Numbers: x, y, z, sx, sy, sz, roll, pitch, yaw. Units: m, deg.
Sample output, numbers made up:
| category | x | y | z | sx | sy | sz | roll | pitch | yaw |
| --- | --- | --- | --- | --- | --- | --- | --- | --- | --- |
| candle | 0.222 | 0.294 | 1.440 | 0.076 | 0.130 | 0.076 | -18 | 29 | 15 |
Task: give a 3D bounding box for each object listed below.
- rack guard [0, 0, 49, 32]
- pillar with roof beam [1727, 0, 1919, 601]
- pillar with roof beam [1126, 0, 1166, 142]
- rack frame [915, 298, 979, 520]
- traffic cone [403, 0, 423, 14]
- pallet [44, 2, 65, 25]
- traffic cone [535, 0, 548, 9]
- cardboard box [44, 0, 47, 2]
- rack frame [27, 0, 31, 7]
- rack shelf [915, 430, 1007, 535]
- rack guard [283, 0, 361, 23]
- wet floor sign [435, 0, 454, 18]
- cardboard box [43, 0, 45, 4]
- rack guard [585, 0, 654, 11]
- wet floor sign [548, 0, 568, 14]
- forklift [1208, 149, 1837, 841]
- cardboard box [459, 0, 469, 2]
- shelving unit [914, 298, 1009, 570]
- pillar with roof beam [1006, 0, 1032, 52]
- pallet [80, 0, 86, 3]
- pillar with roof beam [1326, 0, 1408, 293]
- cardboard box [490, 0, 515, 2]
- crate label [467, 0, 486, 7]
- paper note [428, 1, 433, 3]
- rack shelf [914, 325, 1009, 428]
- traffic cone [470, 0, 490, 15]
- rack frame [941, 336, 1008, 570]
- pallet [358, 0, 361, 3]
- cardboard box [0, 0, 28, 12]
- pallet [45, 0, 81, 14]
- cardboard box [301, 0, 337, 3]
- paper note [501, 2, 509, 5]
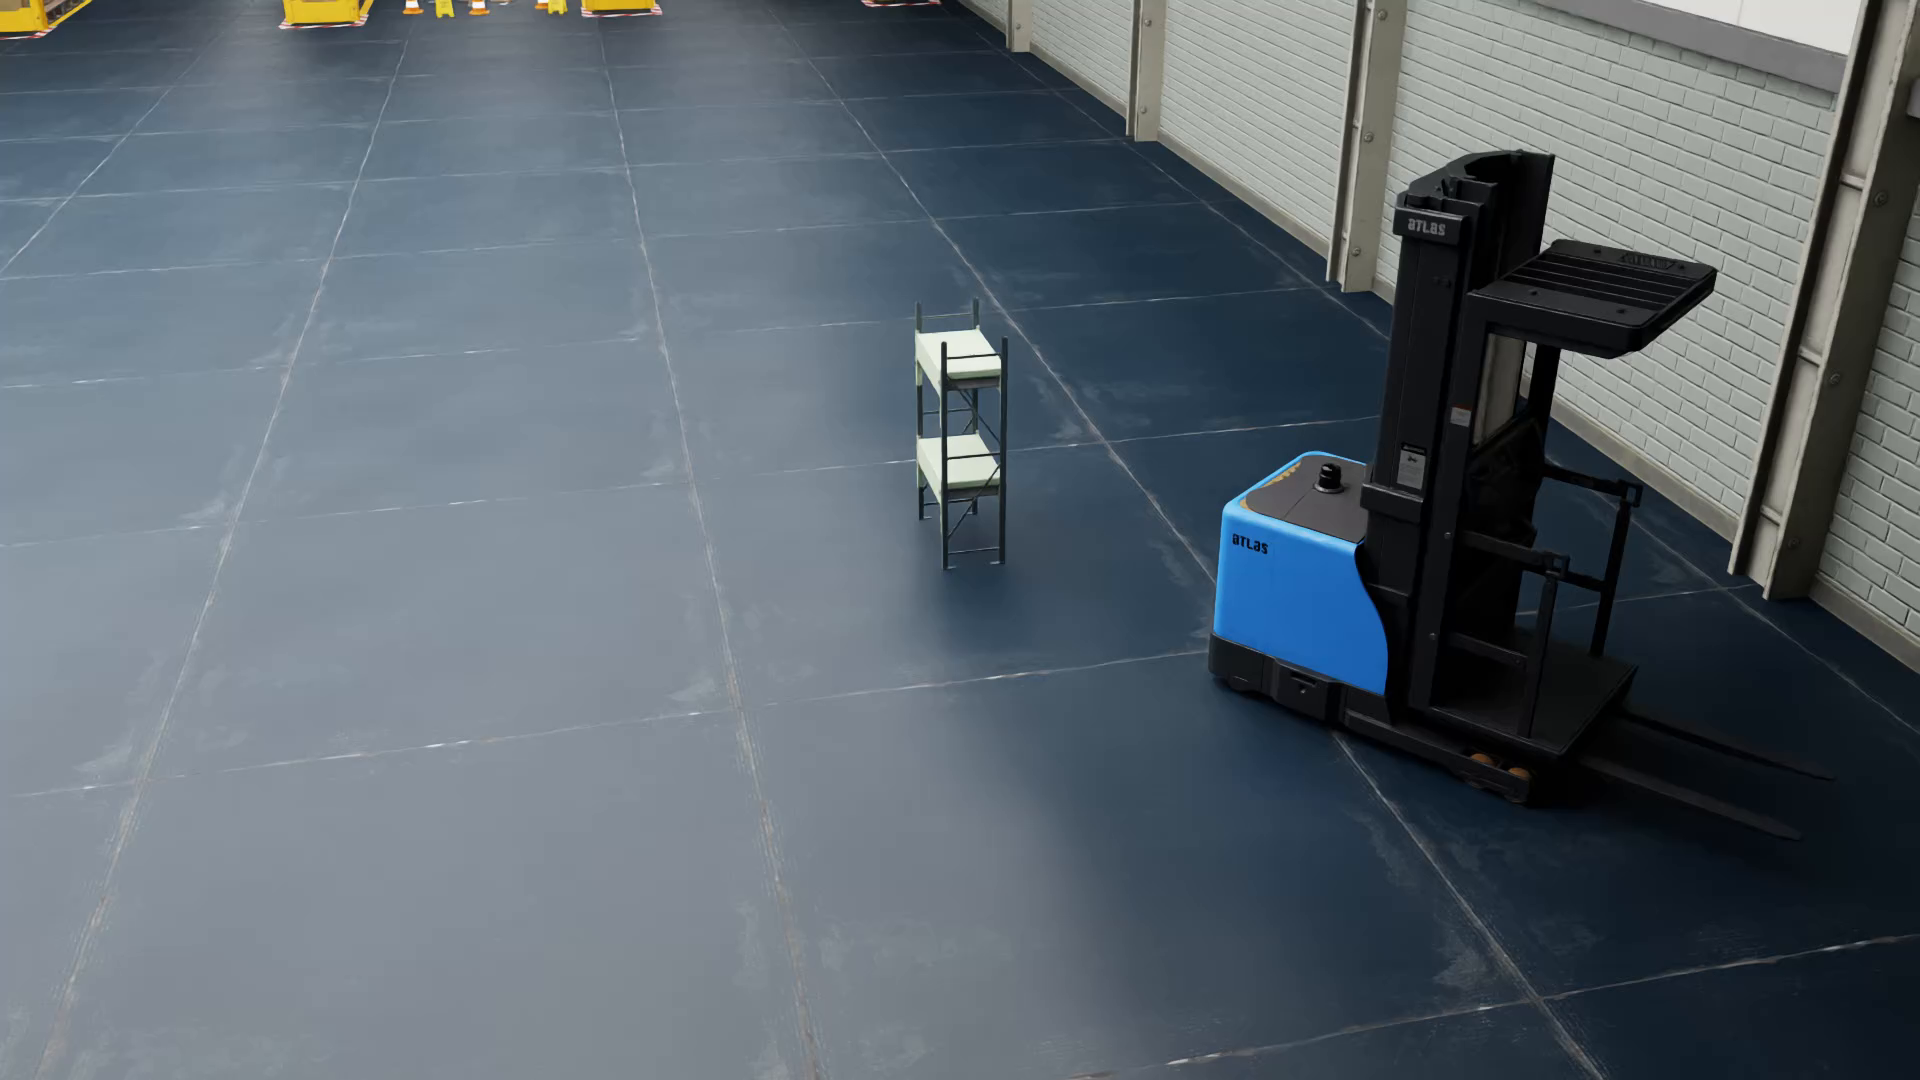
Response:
| category | x | y | z | sx | sy | sz | roll | pitch | yaw |
| --- | --- | --- | --- | --- | --- | --- | --- | --- | --- |
| rack guard | -15.664 | -8.620 | 27.273 | 1.175 | 0.500 | 0.348 | -6 | 27 | -12 |
| pillar with roof beam | 0.779 | -3.316 | 7.334 | 9.100 | 9.000 | 0.400 | -6 | 27 | -12 |
| pillar with roof beam | -1.925 | -8.584 | 17.771 | 9.100 | 9.000 | 0.400 | -6 | 27 | -12 |
| rack frame | -0.081 | -0.827 | 10.725 | 0.400 | 1.500 | 0.023 | -6 | 27 | -12 |
| traffic cone | -9.528 | -9.406 | 28.873 | 0.336 | 0.463 | 0.334 | -6 | 27 | -12 |
| pallet | -15.813 | -8.851 | 28.052 | 1.003 | 0.211 | 1.213 | -6 | 27 | -12 |
| traffic cone | -7.346 | -9.634 | 29.323 | 0.336 | 0.463 | 0.334 | -6 | 27 | -12 |
| cardboard box | -16.062 | -9.585 | 28.720 | 0.500 | 0.500 | 0.500 | -3 | 27 | -7 |
| rack frame | -15.647 | -9.702 | 26.643 | 1.000 | 3.000 | 0.127 | -6 | 27 | -12 |
| rack shelf | 0.002 | -0.376 | 10.553 | 0.431 | 0.370 | 0.720 | -6 | 27 | -12 |
| rack guard | -10.786 | -9.035 | 28.096 | 1.175 | 0.500 | 0.348 | -6 | 27 | -12 |
| wet floor sign | -8.856 | -9.299 | 28.457 | 0.267 | 0.644 | 0.232 | -11 | 29 | -20 |
| cardboard box | -15.939 | -9.309 | 28.172 | 0.500 | 0.500 | 0.500 | 1 | 27 | 2 |
| rack guard | -6.009 | -9.626 | 29.267 | 1.175 | 0.500 | 0.348 | -6 | 27 | -12 |
| wet floor sign | -6.992 | -9.465 | 28.787 | 0.267 | 0.644 | 0.232 | 3 | 27 | 6 |
| forklift | 2.836 | -0.287 | 8.066 | 3.031 | 2.935 | 1.130 | 20 | 33 | 34 |
| cardboard box | -8.854 | -10.108 | 30.218 | 0.637 | 0.503 | 0.797 | 19 | 32 | 32 |
| shelving unit | 0.002 | -0.667 | 10.406 | 0.431 | 1.500 | 0.755 | -6 | 27 | -12 |
| pillar with roof beam | -3.278 | -11.218 | 22.989 | 9.100 | 9.000 | 0.400 | -6 | 27 | -12 |
| pallet | -16.363 | -9.922 | 30.174 | 1.003 | 0.211 | 1.213 | -6 | 27 | -12 |
| pillar with roof beam | -0.573 | -5.950 | 12.552 | 9.100 | 9.000 | 0.400 | -6 | 27 | -12 |
| cardboard box | -8.255 | -9.806 | 30.013 | 0.380 | 0.149 | 0.250 | 8 | 28 | 15 |
| crate label | -8.588 | -9.565 | 29.549 | 0.250 | 0.136 | 0.298 | -23 | 35 | -38 |
| paper note | -9.482 | -9.678 | 29.892 | 0.144 | 0.017 | 0.142 | 3 | 27 | 6 |
| rack shelf | 0.002 | -1.015 | 10.230 | 0.431 | 0.370 | 0.720 | -6 | 27 | -12 |
| traffic cone | -8.350 | -9.372 | 28.804 | 0.336 | 0.463 | 0.334 | -6 | 27 | -12 |
| rack frame | 0.084 | -0.506 | 10.088 | 0.400 | 1.500 | 0.023 | -6 | 27 | -12 |
| pallet | -11.320 | -9.794 | 29.920 | 1.003 | 0.211 | 1.213 | -6 | 27 | -12 |
| cardboard box | -15.771 | -9.050 | 27.659 | 0.500 | 0.500 | 0.500 | -1 | 27 | -2 |
| pallet | -16.084 | -9.385 | 29.111 | 1.003 | 0.211 | 1.213 | -6 | 27 | -12 |
| cardboard box | -11.009 | -9.691 | 28.514 | 0.875 | 0.875 | 0.875 | -6 | 27 | -11 |
| paper note | -8.144 | -9.596 | 29.728 | 0.148 | 0.019 | 0.142 | -16 | 31 | -29 |
